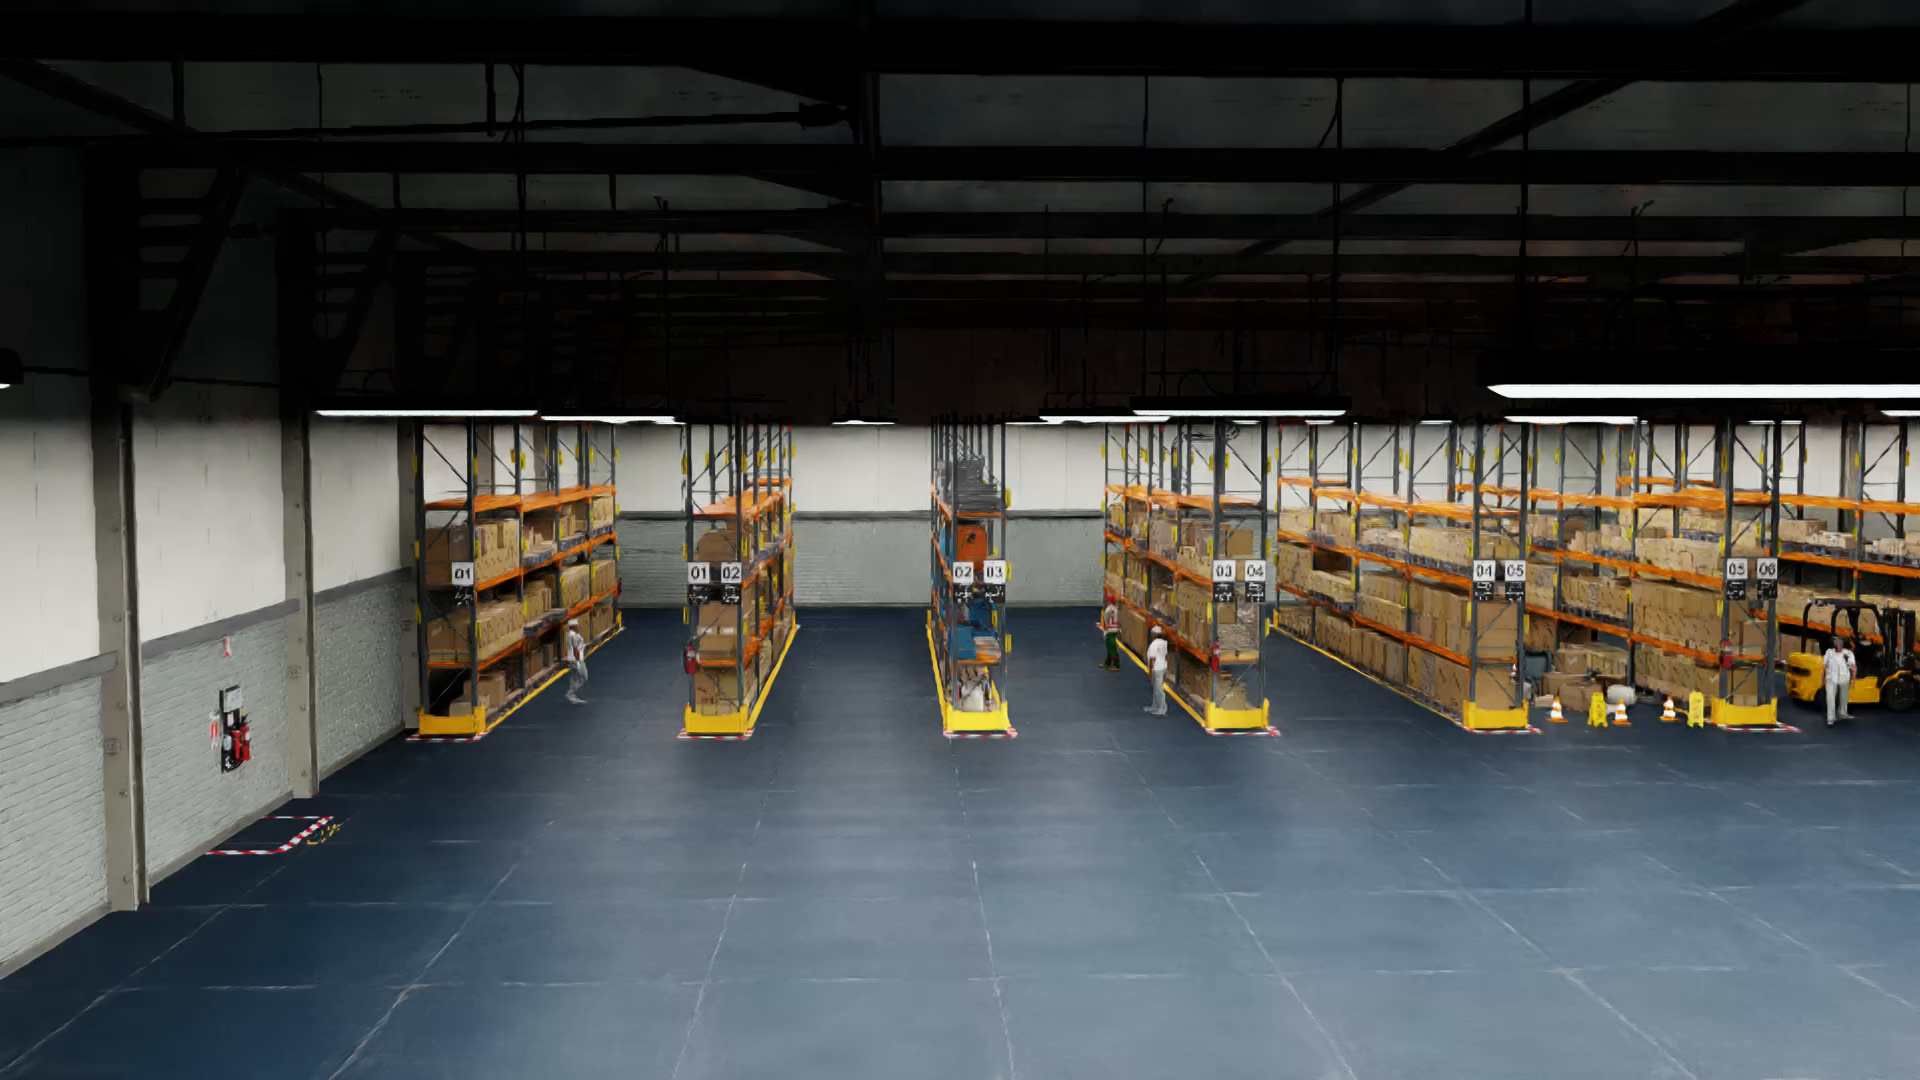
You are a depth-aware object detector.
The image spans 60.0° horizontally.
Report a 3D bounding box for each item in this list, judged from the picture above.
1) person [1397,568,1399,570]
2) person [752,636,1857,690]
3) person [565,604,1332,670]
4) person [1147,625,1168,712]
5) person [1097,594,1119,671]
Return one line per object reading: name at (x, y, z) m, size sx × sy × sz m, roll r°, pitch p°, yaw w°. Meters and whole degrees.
person at (13.194, 1.509, 49.574) m, size 0.417 × 1.659 × 0.731 m, roll -3°, pitch 5°, yaw -34°
person at (6.141, 2.306, 34.337) m, size 22.196 × 1.255 × 5.008 m, roll 2°, pitch 4°, yaw 24°
person at (3.806, 1.768, 45.102) m, size 31.352 × 1.790 × 8.060 m, roll -2°, pitch 4°, yaw -29°
person at (3.964, 2.542, 33.079) m, size 0.420 × 1.700 × 0.673 m, roll 2°, pitch 4°, yaw 25°
person at (3.498, 2.153, 39.135) m, size 0.580 × 1.784 × 0.666 m, roll 1°, pitch 4°, yaw 18°
